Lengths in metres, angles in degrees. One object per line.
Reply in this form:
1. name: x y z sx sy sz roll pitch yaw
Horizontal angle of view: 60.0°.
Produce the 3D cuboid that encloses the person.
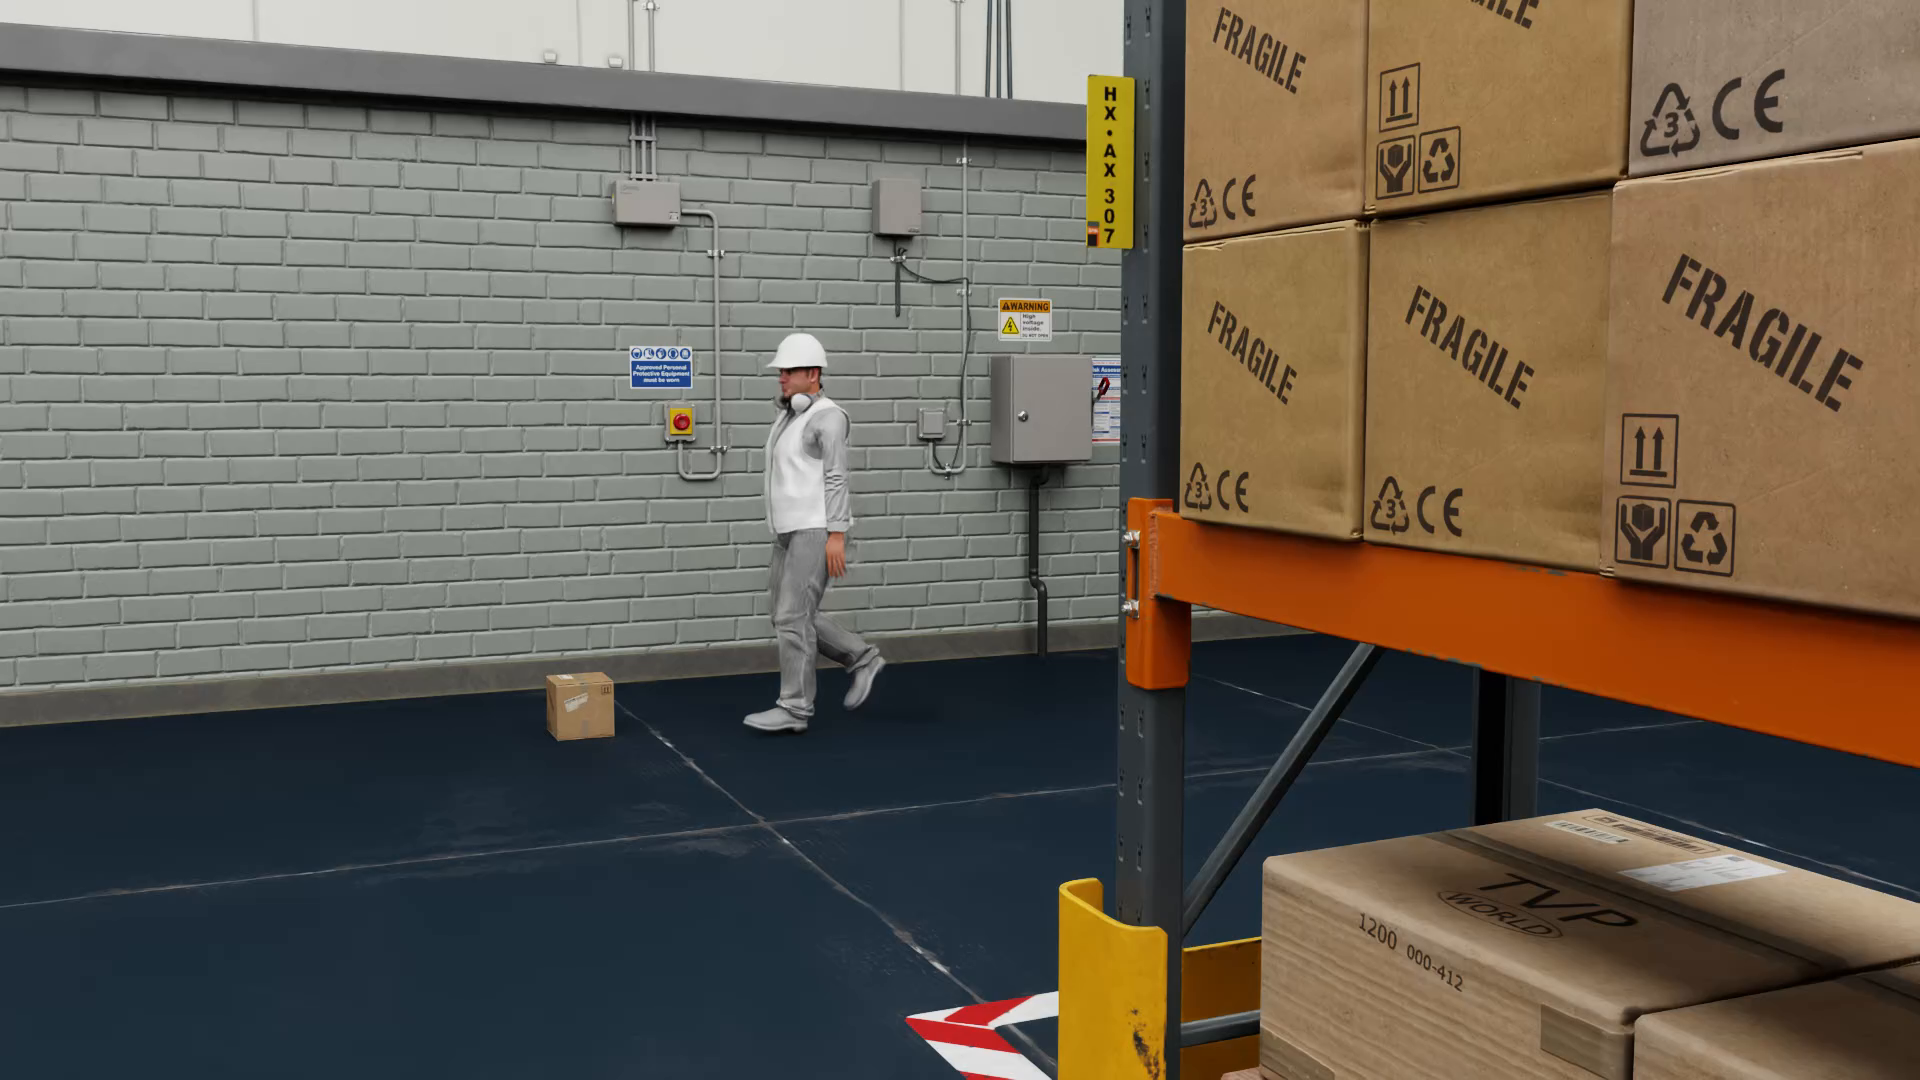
1. person: -0.662 -0.041 7.496 0.737 1.764 0.552 -3 6 -26
